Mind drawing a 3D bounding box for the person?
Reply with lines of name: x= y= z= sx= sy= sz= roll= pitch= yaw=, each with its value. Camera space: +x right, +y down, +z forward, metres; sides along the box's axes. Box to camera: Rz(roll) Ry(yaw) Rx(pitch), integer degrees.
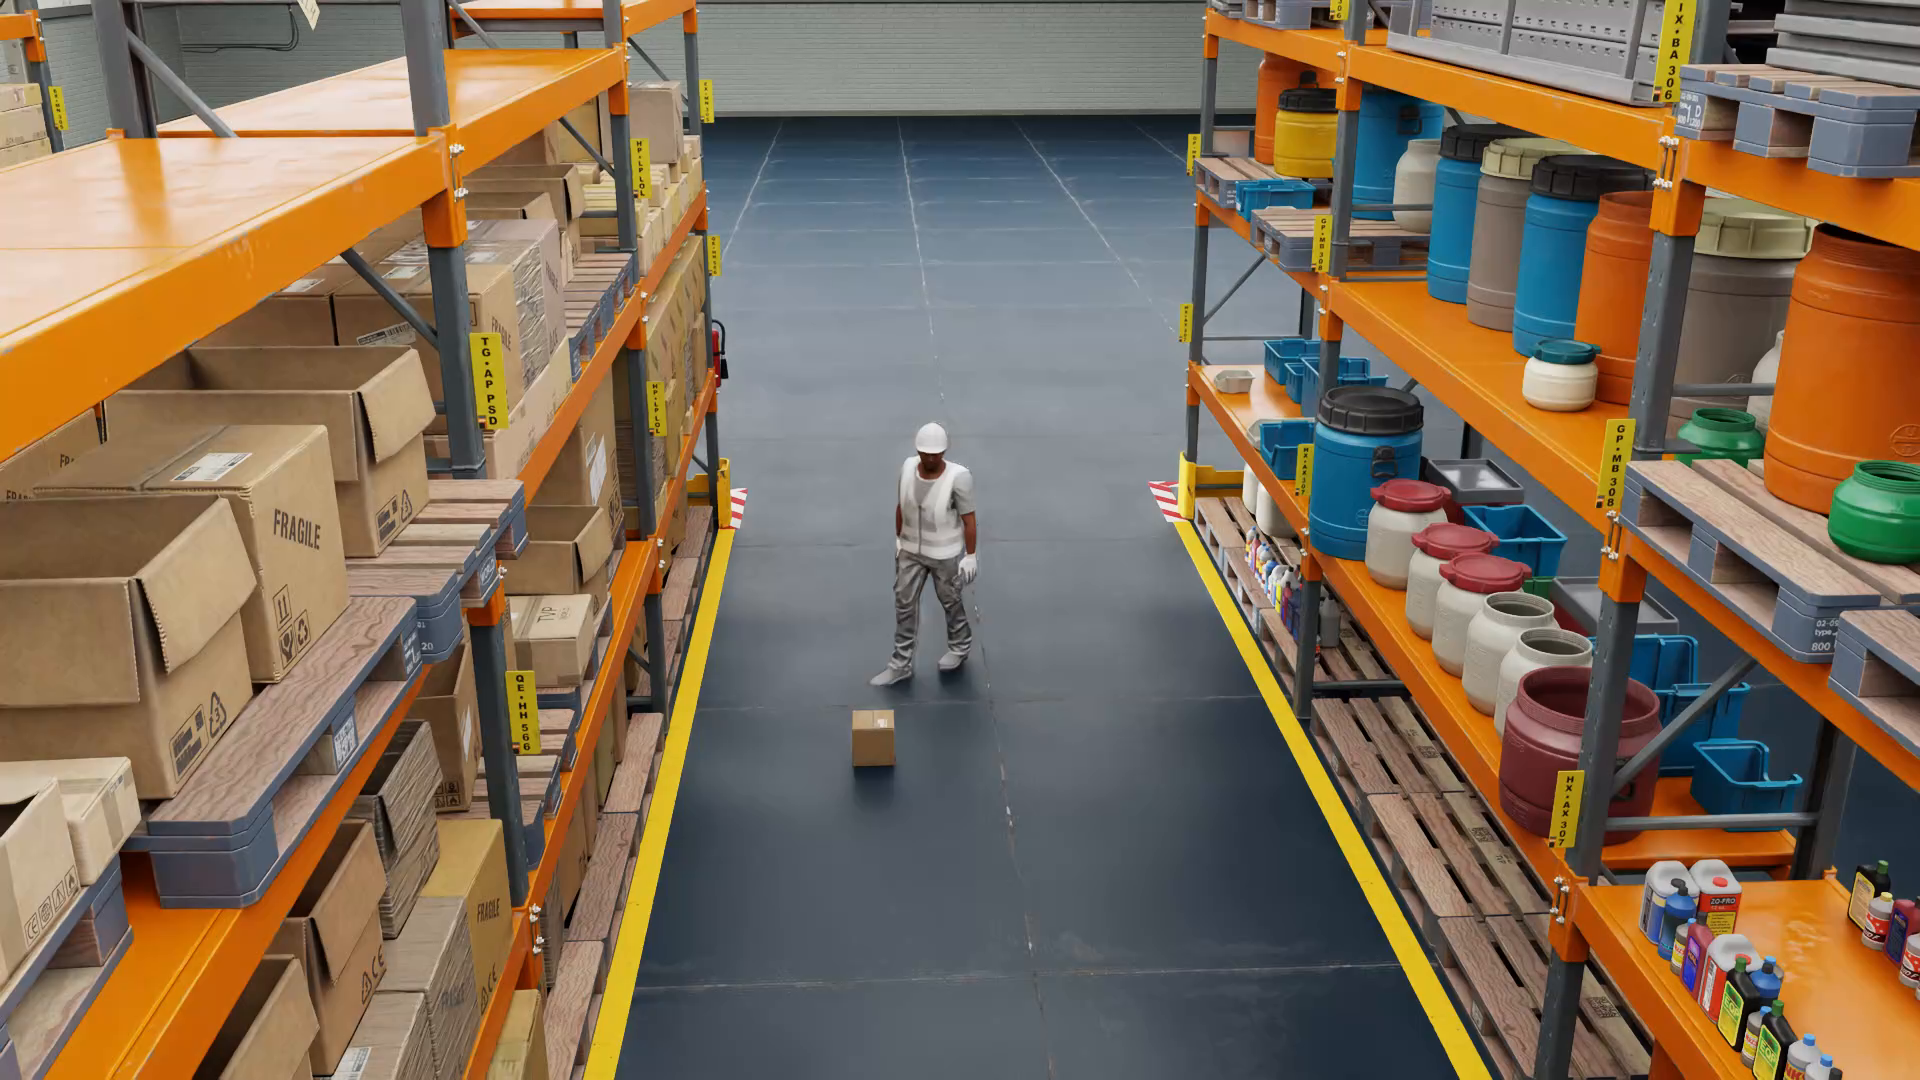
person: x=-0.183 y=0.086 z=10.835 sx=0.638 sy=1.797 sz=0.669 roll=10 pitch=22 yaw=25
